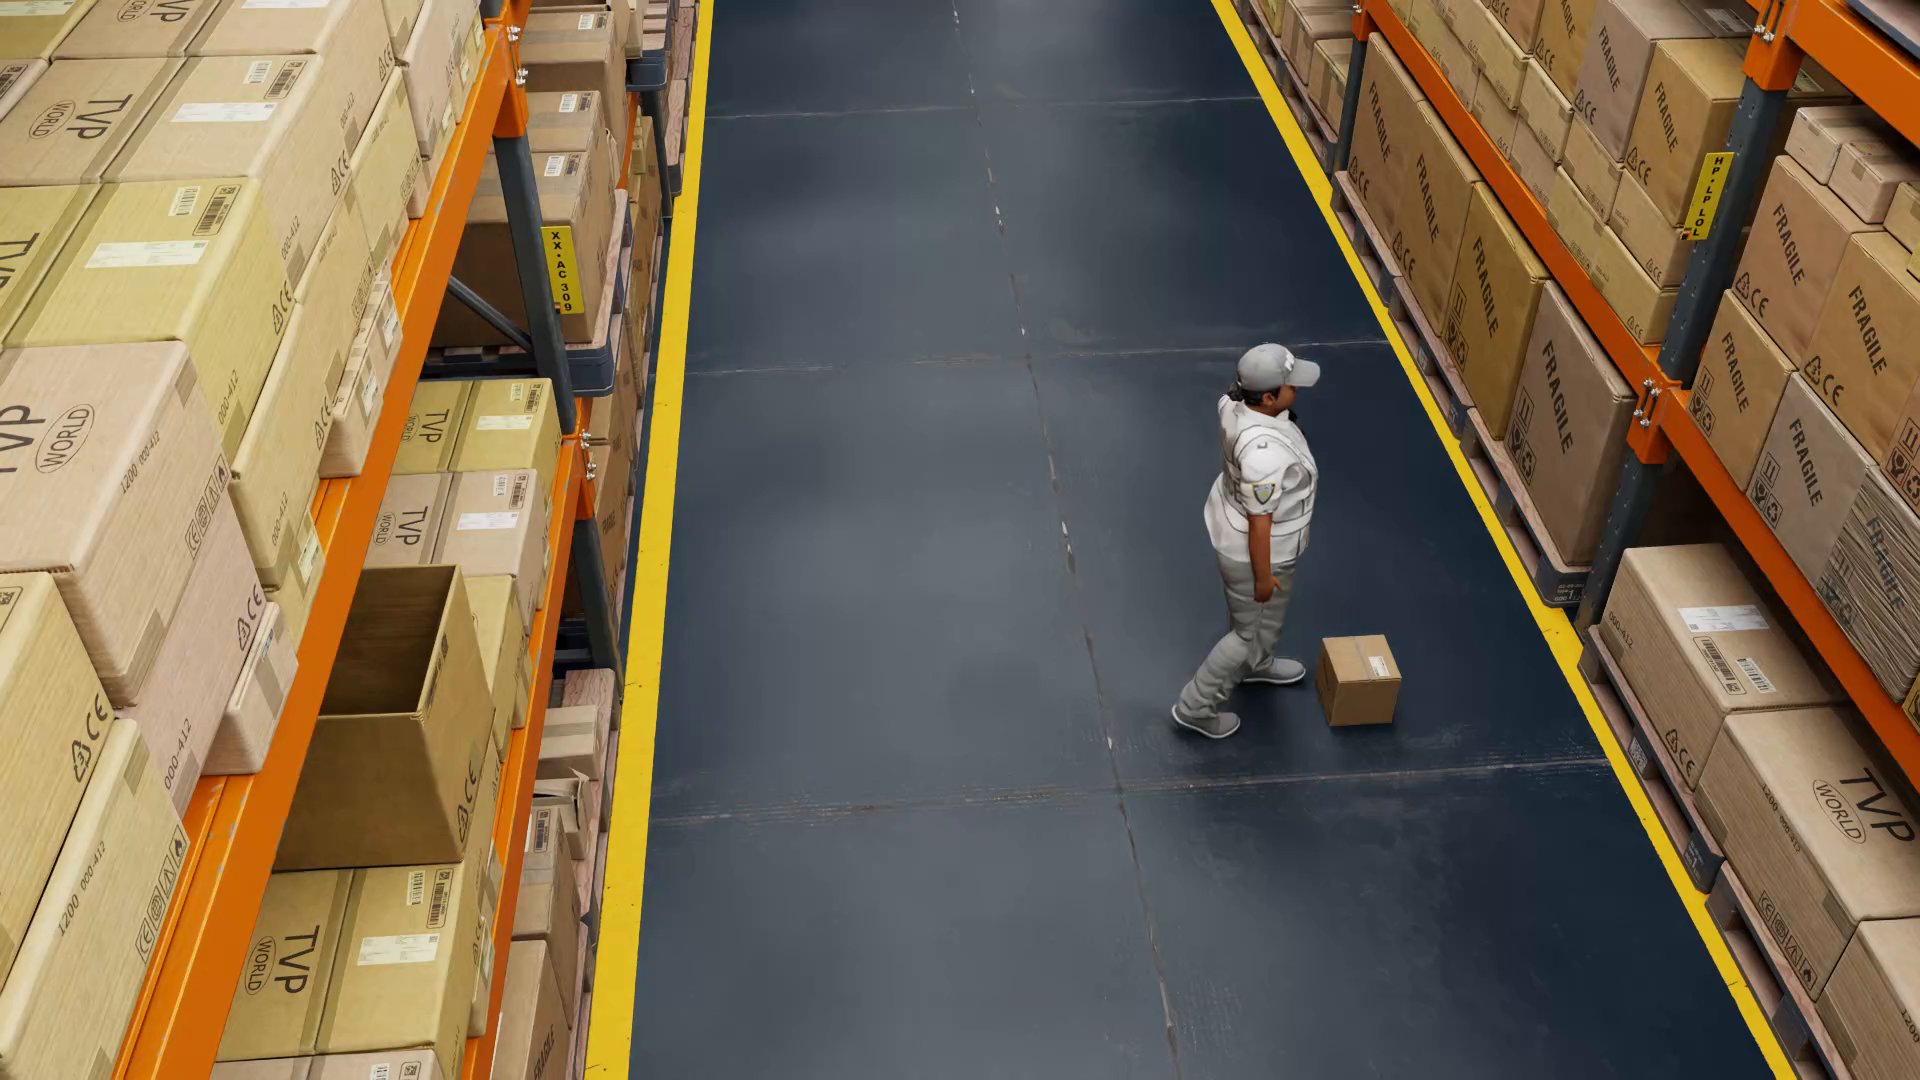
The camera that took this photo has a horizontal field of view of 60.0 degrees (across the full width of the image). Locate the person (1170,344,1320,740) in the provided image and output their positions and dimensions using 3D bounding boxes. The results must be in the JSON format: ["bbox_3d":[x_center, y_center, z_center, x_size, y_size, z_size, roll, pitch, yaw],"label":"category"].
[{"bbox_3d":[1.109,-0.004,6.156,0.597,1.671,0.491,-2,39,-2],"label":"person"}]
